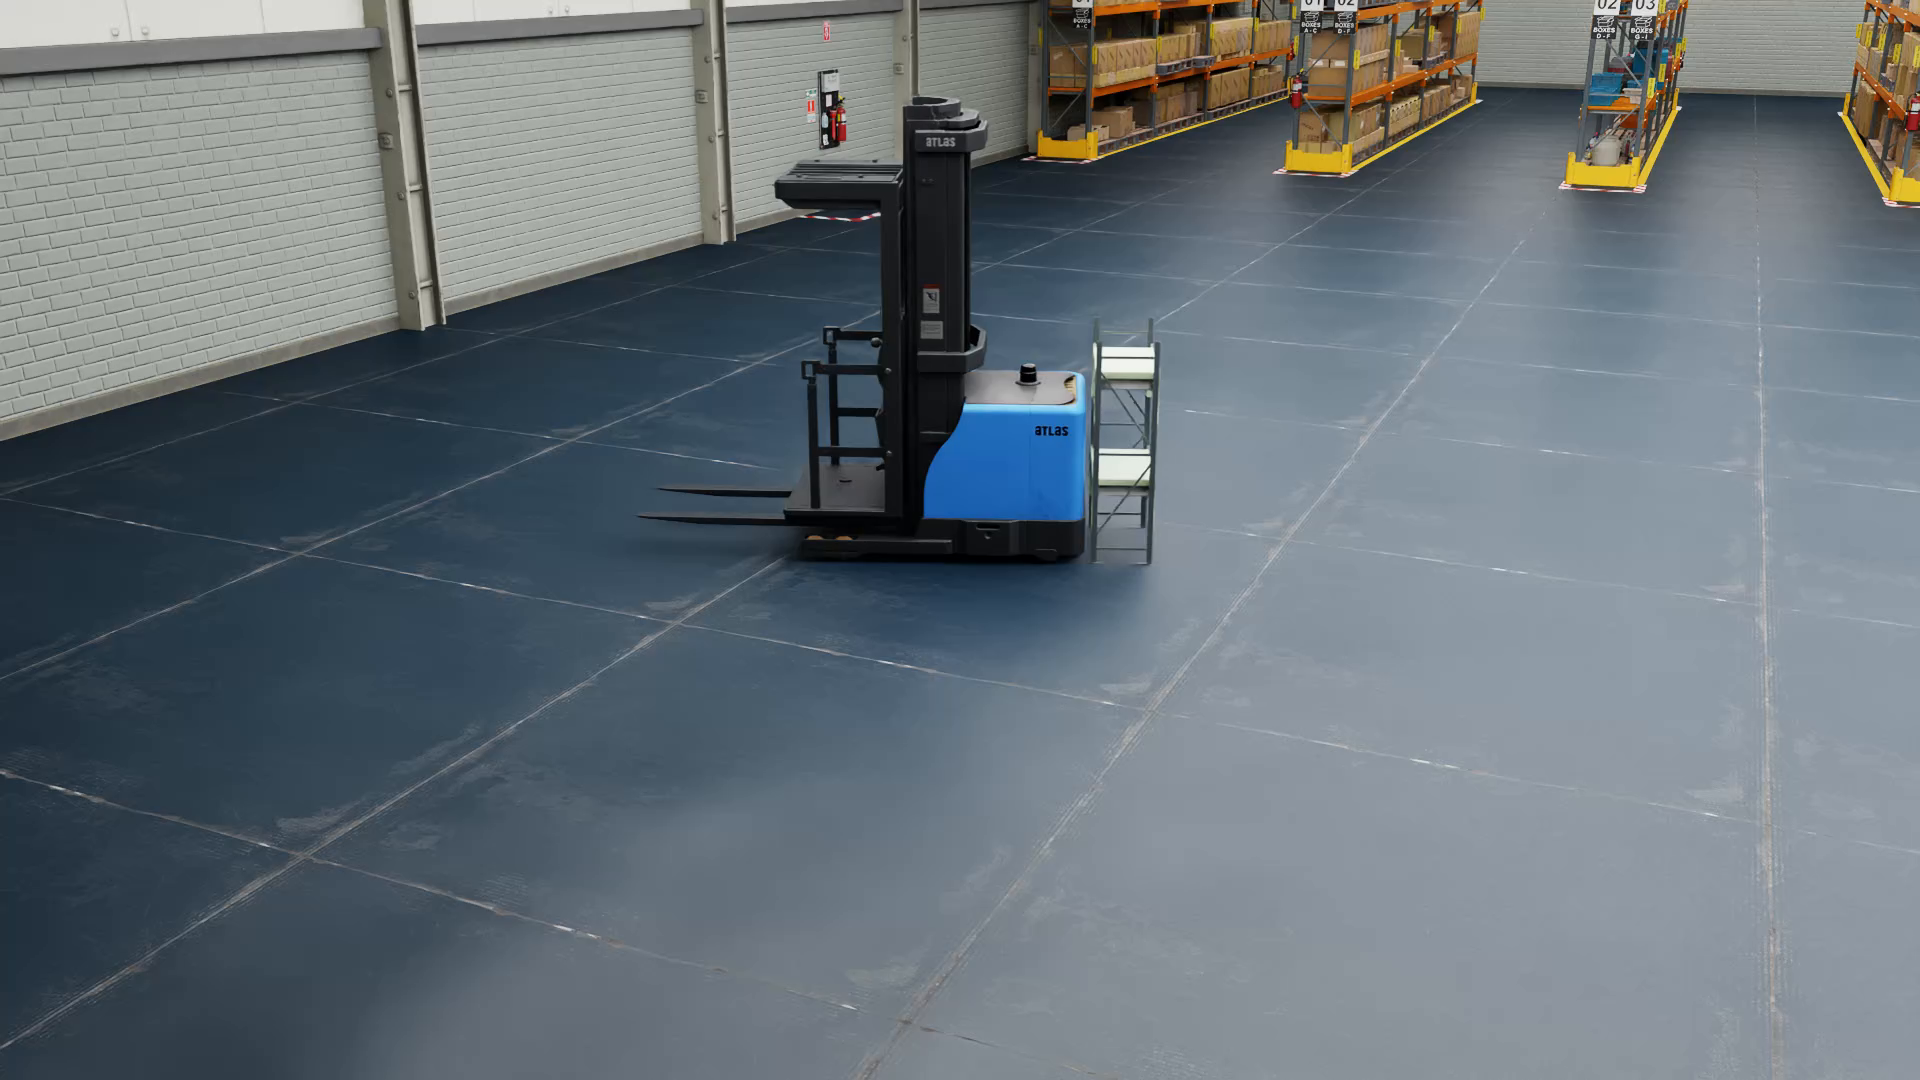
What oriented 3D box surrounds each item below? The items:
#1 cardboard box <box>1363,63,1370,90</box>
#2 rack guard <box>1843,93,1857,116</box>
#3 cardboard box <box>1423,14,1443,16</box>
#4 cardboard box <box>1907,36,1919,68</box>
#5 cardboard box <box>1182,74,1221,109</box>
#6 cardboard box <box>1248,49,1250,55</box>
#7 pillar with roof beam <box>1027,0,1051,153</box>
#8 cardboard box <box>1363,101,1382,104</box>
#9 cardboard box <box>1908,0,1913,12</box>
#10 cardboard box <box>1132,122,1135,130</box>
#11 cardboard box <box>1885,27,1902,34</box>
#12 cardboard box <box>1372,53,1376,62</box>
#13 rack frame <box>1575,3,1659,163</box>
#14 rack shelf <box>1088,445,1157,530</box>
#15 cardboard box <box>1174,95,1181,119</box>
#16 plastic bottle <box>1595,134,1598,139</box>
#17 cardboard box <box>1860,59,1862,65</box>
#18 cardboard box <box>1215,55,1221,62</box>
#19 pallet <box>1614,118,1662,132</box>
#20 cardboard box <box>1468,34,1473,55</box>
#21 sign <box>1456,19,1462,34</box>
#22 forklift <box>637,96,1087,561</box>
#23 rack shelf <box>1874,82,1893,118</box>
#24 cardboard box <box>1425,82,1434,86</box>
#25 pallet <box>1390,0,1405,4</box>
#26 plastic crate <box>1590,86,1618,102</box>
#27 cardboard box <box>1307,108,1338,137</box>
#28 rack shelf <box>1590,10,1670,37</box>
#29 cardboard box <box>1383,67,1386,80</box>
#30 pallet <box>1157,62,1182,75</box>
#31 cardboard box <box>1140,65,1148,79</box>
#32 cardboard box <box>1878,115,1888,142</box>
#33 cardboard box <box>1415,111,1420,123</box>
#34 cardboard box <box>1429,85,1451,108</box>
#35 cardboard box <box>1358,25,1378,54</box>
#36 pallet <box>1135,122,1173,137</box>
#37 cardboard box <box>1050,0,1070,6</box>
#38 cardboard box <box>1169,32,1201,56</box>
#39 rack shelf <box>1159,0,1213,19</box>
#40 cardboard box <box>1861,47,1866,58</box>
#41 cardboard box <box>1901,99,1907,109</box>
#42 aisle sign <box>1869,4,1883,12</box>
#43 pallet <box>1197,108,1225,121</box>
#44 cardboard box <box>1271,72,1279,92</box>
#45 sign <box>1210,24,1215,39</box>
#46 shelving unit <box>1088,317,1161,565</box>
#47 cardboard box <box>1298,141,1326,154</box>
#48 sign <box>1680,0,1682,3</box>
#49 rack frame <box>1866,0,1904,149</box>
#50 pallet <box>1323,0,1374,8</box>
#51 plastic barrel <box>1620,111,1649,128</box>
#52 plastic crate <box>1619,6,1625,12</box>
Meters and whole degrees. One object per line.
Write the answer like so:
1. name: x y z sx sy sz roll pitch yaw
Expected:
1. cardboard box: 7.422 -8.882 31.817 0.700 0.500 0.500 9 22 24
2. rack guard: 22.186 -10.580 40.473 1.175 0.500 0.348 9 21 23
3. cardboard box: 11.680 -12.754 41.212 0.500 0.500 0.500 8 21 22
4. cardboard box: 16.243 -8.178 27.902 0.500 0.500 0.500 9 21 23
5. cardboard box: 5.764 -10.736 39.762 0.750 0.750 0.750 8 21 22
6. cardboard box: 7.101 -12.316 41.967 0.380 0.149 0.250 9 21 23
7. pillar with roof beam: 5.492 -11.467 30.283 9.100 9.000 0.400 9 21 23
8. cardboard box: 8.753 -9.238 35.607 0.500 0.311 0.500 8 21 22
9. cardboard box: 16.844 -9.322 28.953 0.500 0.250 0.500 8 21 21
10. cardboard box: 3.513 -8.826 35.381 0.380 0.166 0.250 6 20 16
11. cardboard box: 19.752 -10.451 34.732 0.797 0.503 0.637 9 22 24
12. cardboard box: 7.789 -9.295 32.011 0.380 0.149 0.250 9 22 24
13. rack frame: 11.106 -7.539 28.191 1.000 3.000 0.127 9 21 23
14. rack shelf: 1.087 -0.363 11.225 0.431 0.370 0.720 1 20 3
15. cardboard box: 4.601 -9.849 37.760 0.700 0.500 0.500 8 21 22
16. plastic bottle: 11.957 -7.474 31.304 0.144 0.351 0.185 8 21 20
17. cardboard box: 20.995 -11.018 38.349 0.380 0.149 0.250 9 21 24
18. cardboard box: 5.986 -11.449 39.532 0.380 0.149 0.250 9 22 24
19. pallet: 15.167 -9.289 37.274 1.003 0.211 1.213 9 21 23
20. cardboard box: 12.786 -12.673 42.478 0.500 0.500 0.500 9 21 23
21. sign: 12.010 -12.359 40.015 0.100 0.325 0.005 9 21 23
22. forklift: -0.658 -1.414 11.071 3.031 2.935 1.130 1 20 3
23. rack shelf: 18.081 -8.355 31.558 1.077 0.370 4.000 9 21 23
24. cardboard box: 11.476 -11.131 41.365 0.500 0.500 0.500 9 21 23
25. pallet: 8.575 -11.037 33.836 0.805 0.209 1.217 8 21 21
26. plastic crate: 11.309 -7.861 29.318 0.499 0.251 0.408 9 21 23
27. cardboard box: 6.932 -7.988 31.811 0.500 0.500 0.500 9 21 23
28. rack shelf: 11.925 -9.225 29.528 1.077 0.370 4.000 9 21 23
29. cardboard box: 8.388 -9.529 34.009 0.500 0.250 0.500 10 22 26
30. pallet: 4.151 -10.245 36.085 1.003 0.211 1.213 9 21 23
31. cardboard box: 3.576 -9.722 34.525 0.500 0.250 0.500 9 21 23
32. cardboard box: 18.644 -8.127 32.918 0.700 0.500 0.500 7 21 20
33. cardboard box: 9.871 -9.374 36.826 0.500 0.250 0.500 9 22 24
34. cardboard box: 11.561 -10.728 40.231 0.500 0.500 0.500 8 21 22
35. cardboard box: 7.639 -9.657 32.061 0.700 0.500 0.500 9 21 23
36. pallet: 4.023 -9.046 36.589 1.003 0.211 1.213 9 21 23
37. cardboard box: 2.007 -10.531 31.947 0.500 0.500 0.500 10 22 27
38. cardboard box: 5.160 -11.453 38.392 0.700 0.500 0.500 6 20 16
39. rack shelf: 4.524 -11.807 36.789 1.077 0.370 4.000 9 21 23
40. cardboard box: 21.108 -11.237 38.370 0.500 0.250 0.500 8 21 22
41. cardboard box: 16.071 -7.330 27.977 0.380 0.149 0.250 9 21 23
42. aisle sign: 21.932 -13.039 39.775 0.394 0.787 0.004 9 21 23
43. pallet: 5.735 -10.261 40.006 1.003 0.211 1.213 9 21 23
44. cardboard box: 8.219 -12.429 45.045 0.700 0.500 0.500 8 21 23
45. sign: 5.842 -11.781 38.508 0.100 0.325 0.005 9 21 23
46. shelving unit: 1.087 -0.671 11.116 0.431 1.500 0.755 1 20 3
47. cardboard box: 6.538 -7.327 31.071 0.500 0.250 0.500 9 21 23
48. sign: 14.886 -11.275 34.377 0.100 0.325 0.005 9 21 23
49. rack frame: 18.900 -9.305 33.157 1.000 3.000 0.127 9 21 23
50. pallet: 6.901 -9.804 30.216 1.003 0.211 1.213 9 21 23
51. plastic barrel: 14.566 -9.312 35.788 0.600 0.830 0.708 9 21 23
52. plastic crate: 11.612 -9.569 29.447 0.392 0.384 0.575 9 21 23
